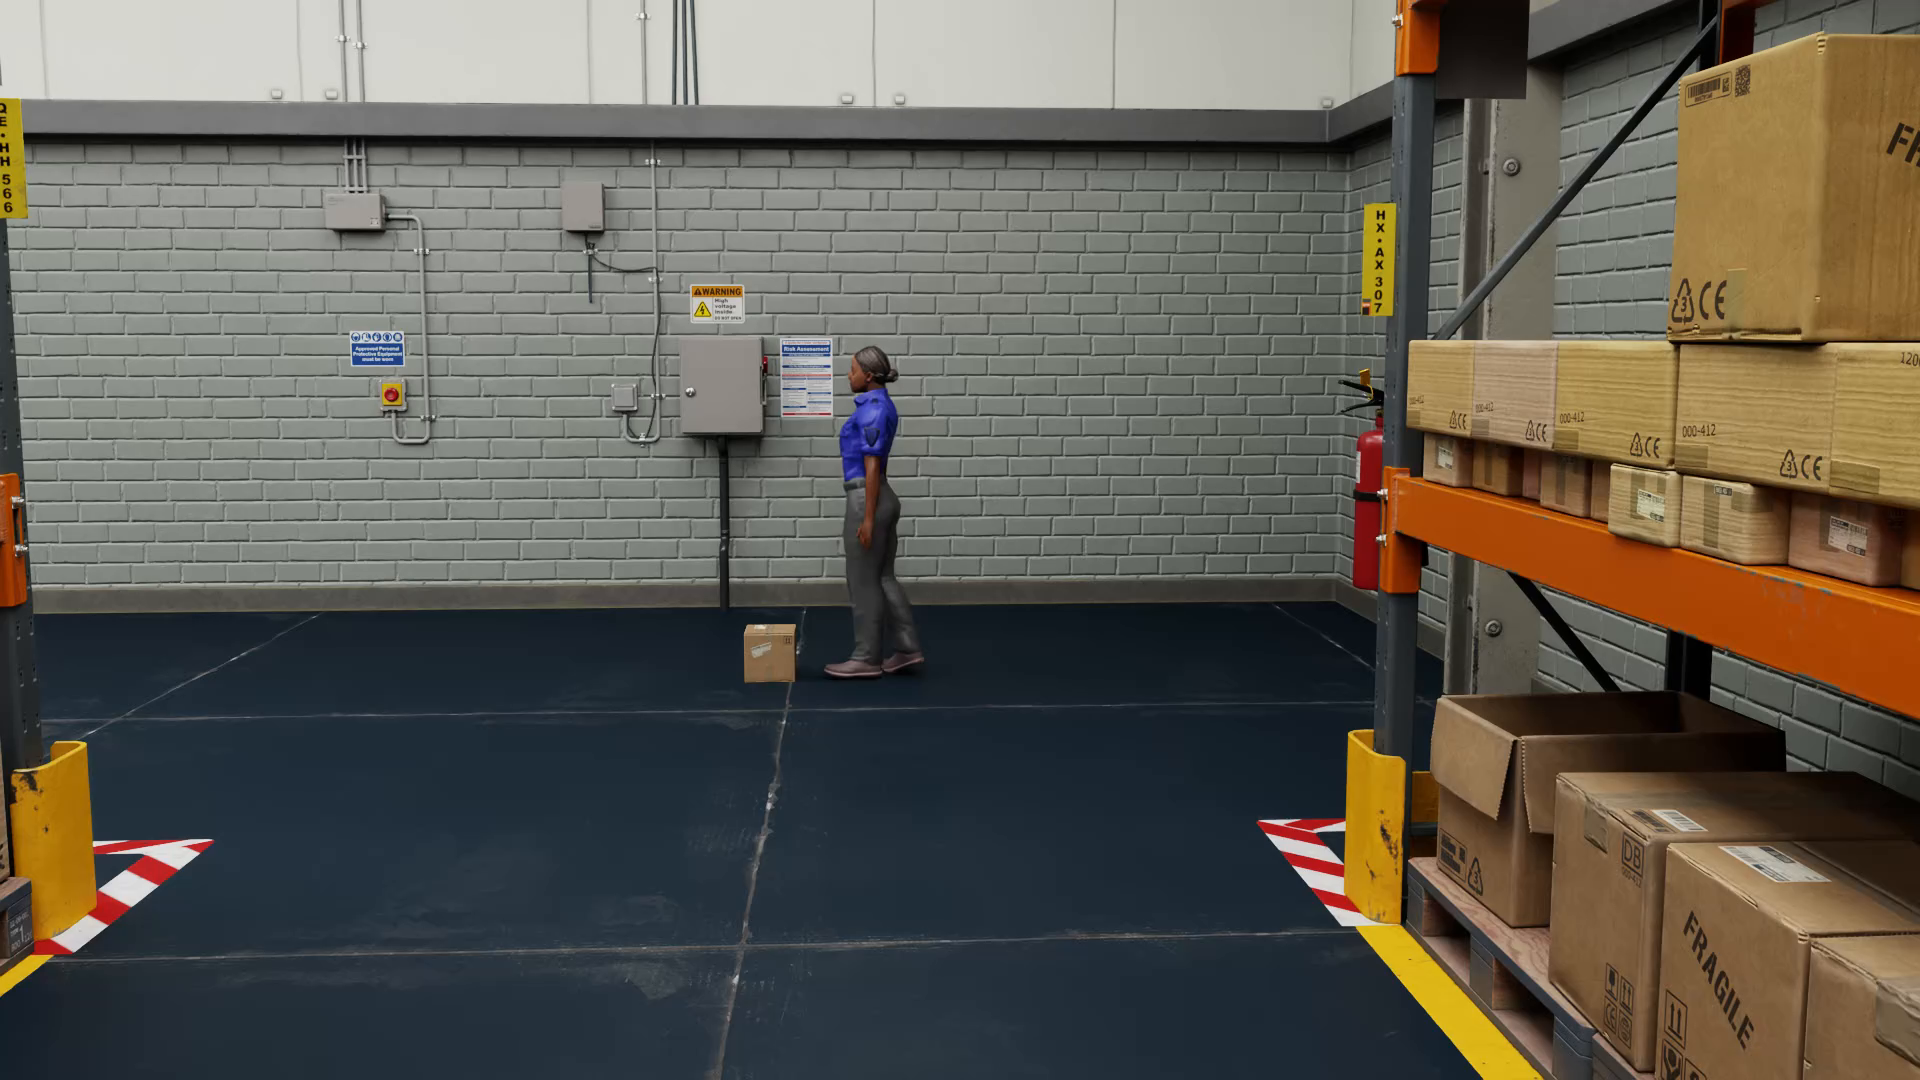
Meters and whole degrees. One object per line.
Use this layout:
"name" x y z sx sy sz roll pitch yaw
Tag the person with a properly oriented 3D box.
"person" -0.431 -0.136 8.331 0.489 1.666 0.475 1 7 8
